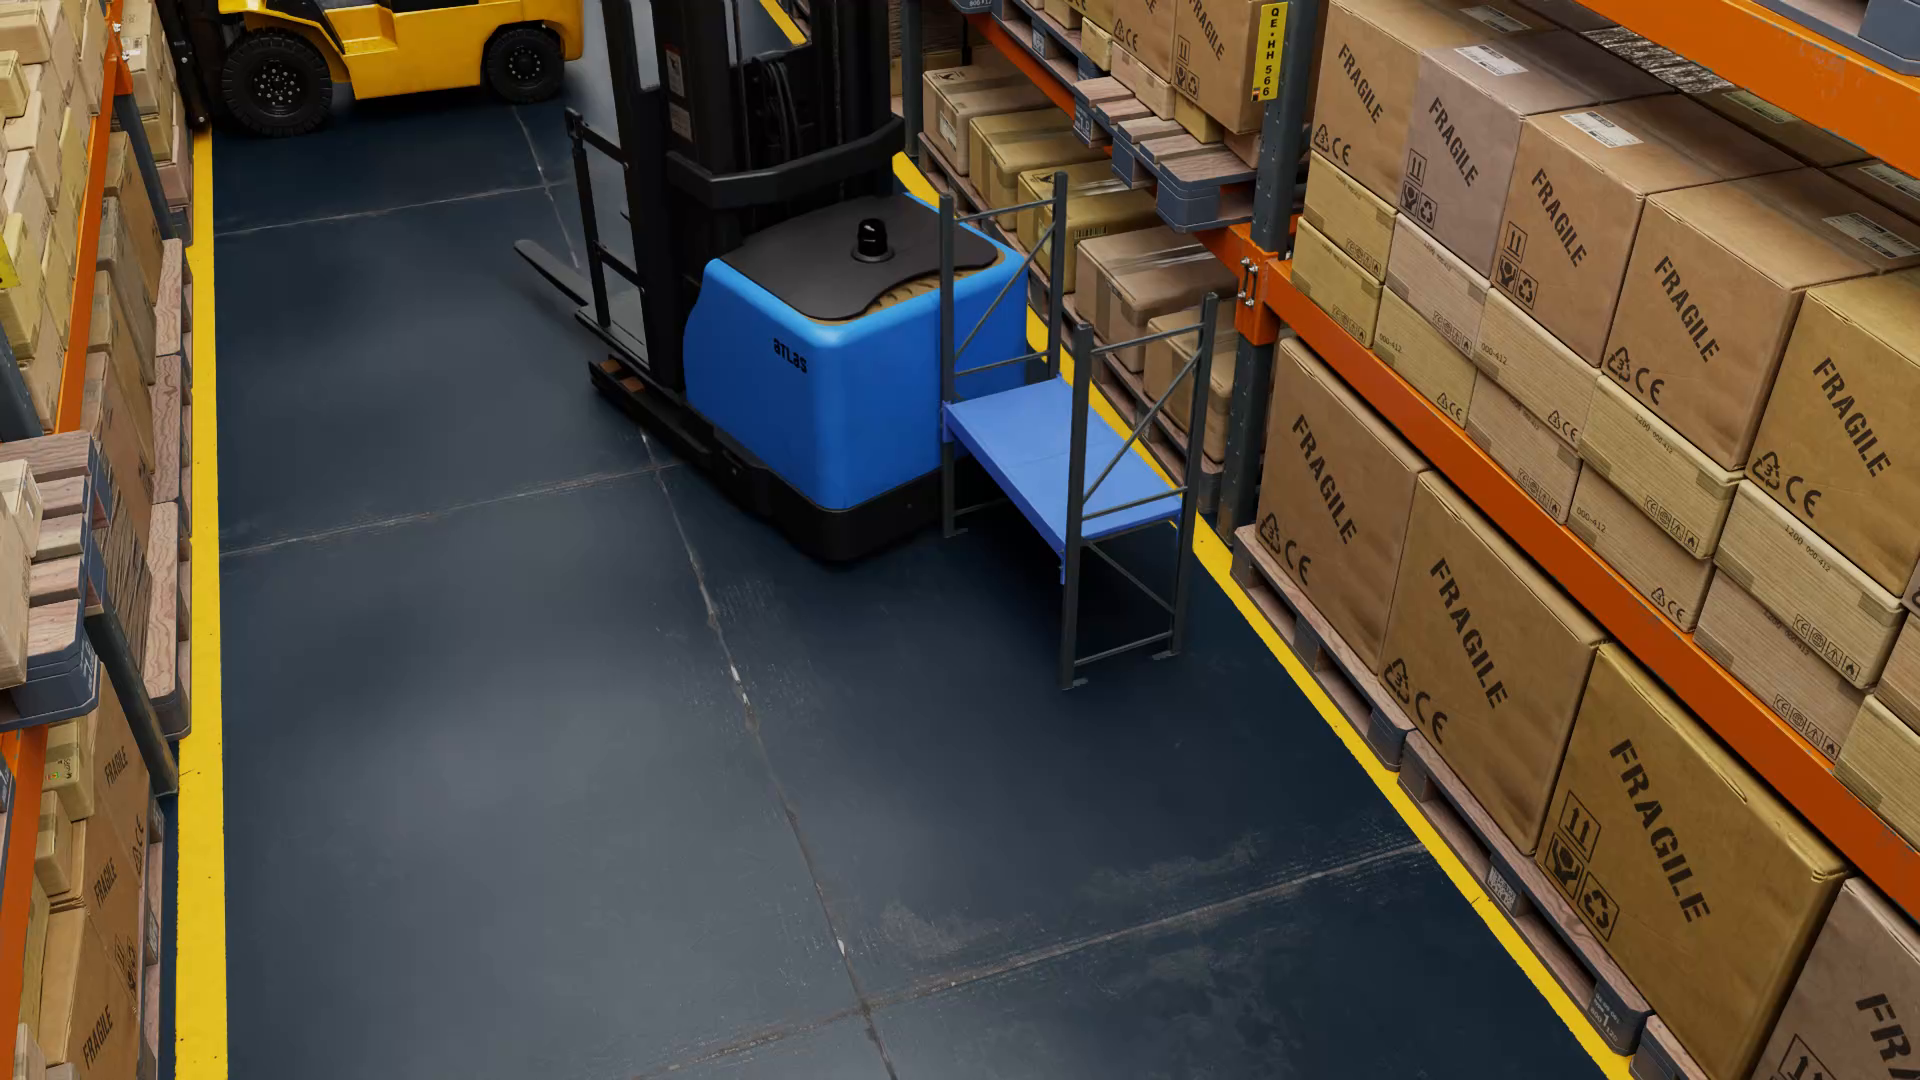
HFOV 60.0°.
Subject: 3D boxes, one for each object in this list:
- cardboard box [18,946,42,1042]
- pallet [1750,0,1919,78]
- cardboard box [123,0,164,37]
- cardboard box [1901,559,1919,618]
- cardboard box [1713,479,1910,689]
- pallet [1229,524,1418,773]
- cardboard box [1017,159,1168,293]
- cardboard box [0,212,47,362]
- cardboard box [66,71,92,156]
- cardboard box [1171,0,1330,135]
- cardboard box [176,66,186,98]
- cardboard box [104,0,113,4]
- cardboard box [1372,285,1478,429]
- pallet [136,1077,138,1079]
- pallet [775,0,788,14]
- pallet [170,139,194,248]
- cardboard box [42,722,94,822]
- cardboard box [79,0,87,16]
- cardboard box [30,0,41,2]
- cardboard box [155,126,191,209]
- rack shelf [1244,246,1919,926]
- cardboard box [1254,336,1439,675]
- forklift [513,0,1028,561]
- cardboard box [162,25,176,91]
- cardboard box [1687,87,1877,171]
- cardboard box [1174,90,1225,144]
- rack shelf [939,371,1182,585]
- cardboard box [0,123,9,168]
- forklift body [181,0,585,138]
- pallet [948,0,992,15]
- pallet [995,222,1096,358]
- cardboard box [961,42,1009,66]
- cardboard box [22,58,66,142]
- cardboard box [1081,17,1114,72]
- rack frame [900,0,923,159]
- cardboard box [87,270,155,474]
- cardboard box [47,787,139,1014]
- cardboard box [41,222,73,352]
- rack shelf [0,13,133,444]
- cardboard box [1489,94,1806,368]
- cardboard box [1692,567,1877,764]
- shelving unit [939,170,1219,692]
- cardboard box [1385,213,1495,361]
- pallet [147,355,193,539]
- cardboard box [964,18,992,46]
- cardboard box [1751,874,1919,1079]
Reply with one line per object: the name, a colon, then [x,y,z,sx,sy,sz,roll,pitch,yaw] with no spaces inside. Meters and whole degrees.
cardboard box: [-2.412,1.134,3.941,0.380,0.149,0.250,-13,39,-17]
pallet: [2.192,-1.438,3.830,1.003,0.211,1.213,-11,38,-14]
cardboard box: [-4.723,-2.906,9.220,0.500,0.250,0.500,-11,38,-14]
cardboard box: [2.335,0.030,3.303,0.500,0.500,0.500,-12,39,-15]
cardboard box: [2.167,0.050,3.900,0.500,0.250,0.500,-12,38,-15]
pallet: [1.733,0.276,6.209,1.003,0.211,1.213,-12,39,-16]
cardboard box: [0.831,-1.583,8.194,0.950,0.372,0.625,-11,38,-14]
cardboard box: [-3.026,-0.716,4.916,0.500,0.250,0.500,-12,39,-16]
cardboard box: [-3.763,-1.669,6.597,0.500,0.250,0.500,-12,39,-16]
cardboard box: [1.115,-1.825,6.000,0.500,0.500,0.500,-14,39,-17]
cardboard box: [-4.895,-2.802,9.913,0.500,0.250,0.500,-11,38,-15]
cardboard box: [-4.410,-2.874,7.989,0.500,0.500,0.500,-13,39,-17]
cardboard box: [1.658,-0.624,5.210,0.500,0.250,0.500,-14,39,-17]
pallet: [-2.489,1.962,3.970,1.003,0.211,1.213,-12,39,-16]
pallet: [-0.948,-4.195,12.144,1.003,0.211,1.213,-12,39,-16]
pallet: [-4.737,-1.873,9.061,1.003,0.211,1.213,-12,39,-16]
cardboard box: [-2.596,0.677,4.548,0.380,0.149,0.250,-14,39,-18]
cardboard box: [-4.094,-2.444,7.211,0.500,0.250,0.500,-13,39,-17]
cardboard box: [-3.790,-2.108,6.433,0.380,0.149,0.250,-13,39,-17]
cardboard box: [-4.358,-1.940,8.769,0.500,0.250,0.500,-12,39,-15]
rack shelf: [2.221,0.118,4.698,1.077,0.370,4.000,-12,39,-16]
cardboard box: [1.693,-0.211,5.954,0.875,0.875,0.875,-13,39,-16]
forklift: [-1.037,-1.909,6.848,1.130,2.935,3.031,-26,44,-30]
cardboard box: [-4.717,-2.706,9.370,0.500,0.250,0.500,-13,39,-16]
cardboard box: [2.305,-0.931,4.578,0.500,0.500,0.500,-12,39,-16]
cardboard box: [1.039,-1.640,6.293,0.380,0.149,0.250,-12,39,-15]
rack shelf: [0.375,-0.253,6.138,0.538,0.185,1.000,-16,40,-20]
cardboard box: [-3.267,-1.245,5.287,0.380,0.149,0.250,-12,39,-15]
forklift body: [-3.514,-3.756,9.949,2.313,2.155,1.214,-12,39,-16]
pallet: [0.283,-3.020,8.426,1.003,0.211,1.213,-12,39,-16]
pallet: [0.849,-1.315,8.321,1.003,0.211,1.213,-12,39,-16]
cardboard box: [0.207,-3.017,10.199,0.500,0.250,0.500,-14,39,-18]
cardboard box: [-3.584,-1.576,6.059,0.500,0.250,0.500,-12,39,-15]
cardboard box: [0.723,-2.069,6.863,0.380,0.149,0.250,-12,39,-15]
rack frame: [0.156,-3.559,8.982,1.000,3.000,0.127,-12,39,-16]
cardboard box: [-3.792,-0.592,6.667,0.875,0.625,0.625,-14,39,-18]
cardboard box: [-2.617,1.041,4.604,0.500,0.500,0.500,-13,39,-17]
cardboard box: [-3.218,-0.796,5.438,0.500,0.250,0.500,-13,39,-17]
rack shelf: [-3.815,-1.112,6.331,1.077,0.370,4.000,-12,39,-16]
cardboard box: [1.816,-0.836,4.452,0.500,0.500,0.500,-11,38,-15]
cardboard box: [2.188,0.242,4.060,0.500,0.250,0.500,-13,39,-17]
shelving unit: [0.375,-0.396,6.030,0.538,1.500,1.048,-16,40,-20]
cardboard box: [1.652,-0.809,5.041,0.500,0.250,0.500,-12,39,-15]
pallet: [-3.789,-0.317,6.995,1.003,0.211,1.213,-12,39,-16]
cardboard box: [0.207,-3.317,9.974,0.500,0.500,0.500,-11,38,-14]
cardboard box: [2.621,1.308,3.938,0.875,0.875,0.875,-11,38,-15]
